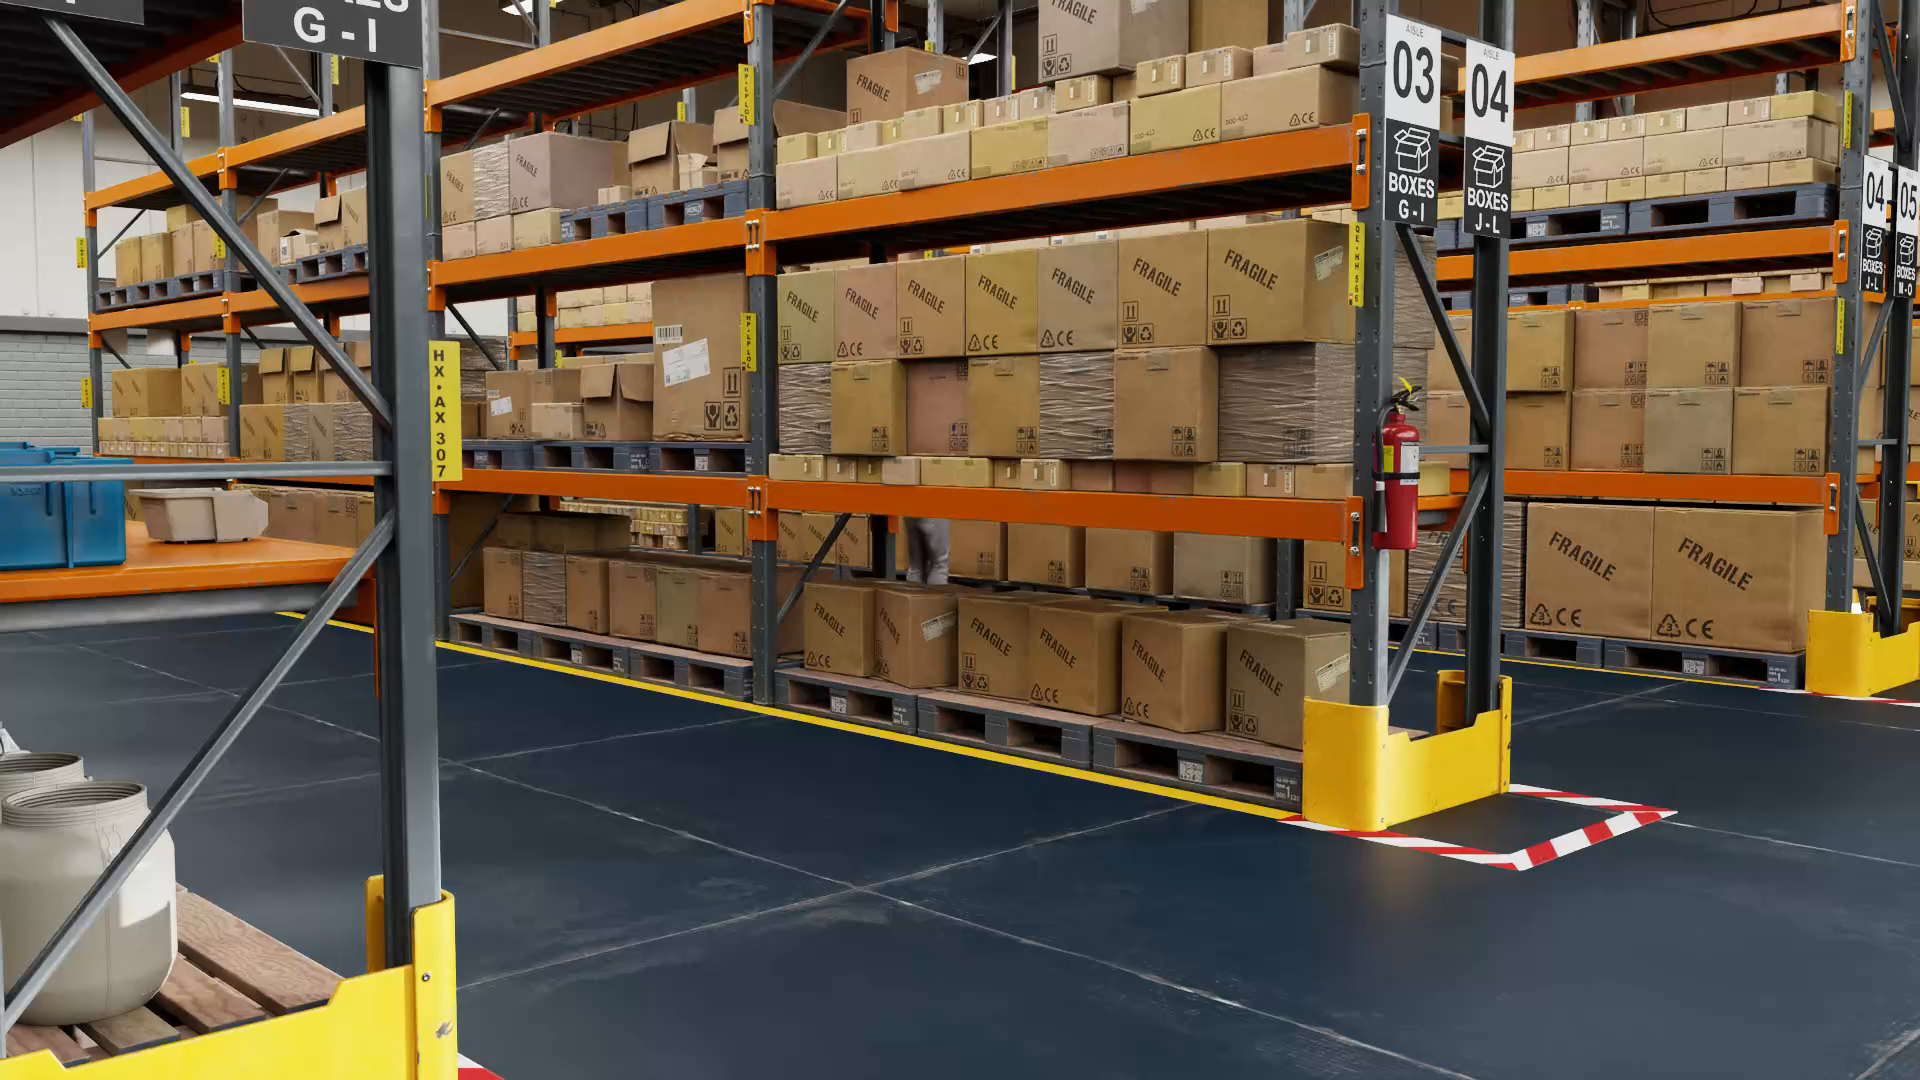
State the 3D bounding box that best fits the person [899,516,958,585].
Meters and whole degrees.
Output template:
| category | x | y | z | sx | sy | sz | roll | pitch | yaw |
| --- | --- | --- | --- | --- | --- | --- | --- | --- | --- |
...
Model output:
| category | x | y | z | sx | sy | sz | roll | pitch | yaw |
| --- | --- | --- | --- | --- | --- | --- | --- | --- | --- |
| person | -0.211 | -0.183 | 13.293 | 0.567 | 1.769 | 0.528 | -4 | 5 | -44 |
